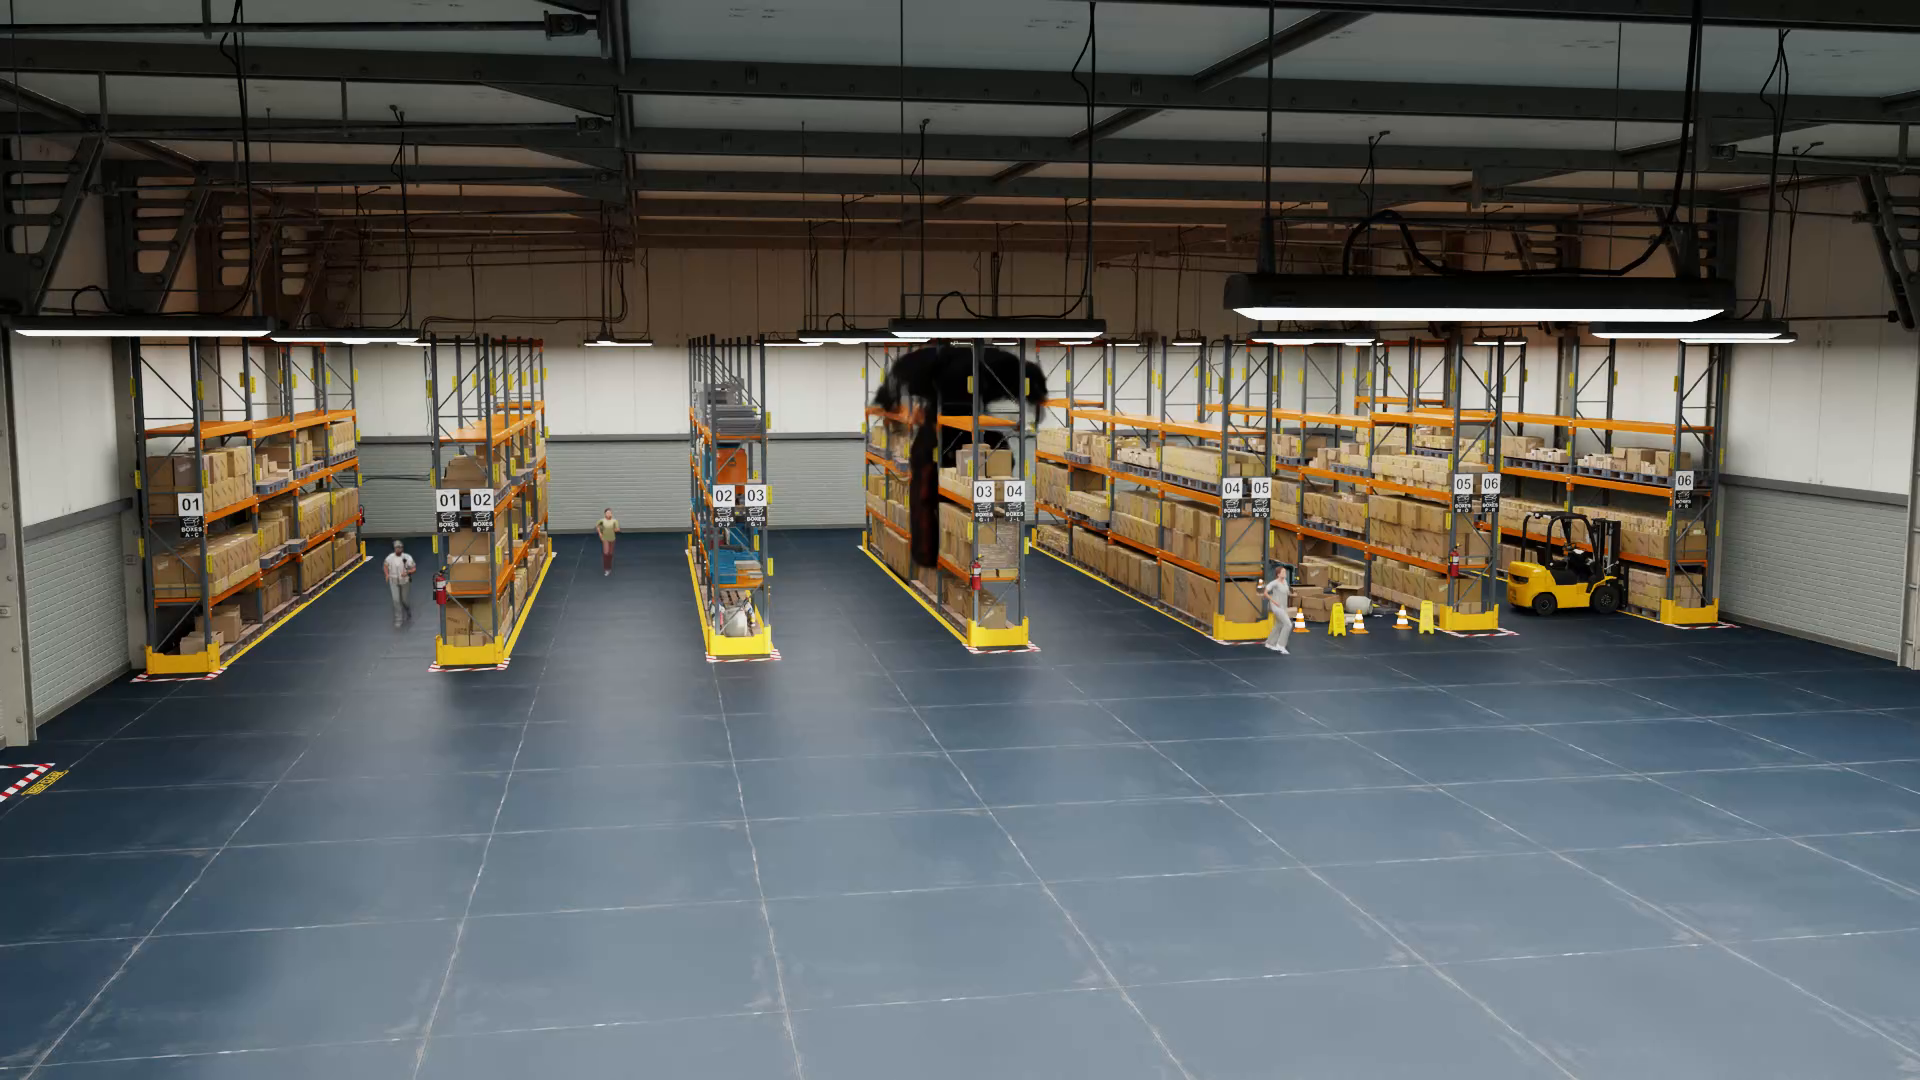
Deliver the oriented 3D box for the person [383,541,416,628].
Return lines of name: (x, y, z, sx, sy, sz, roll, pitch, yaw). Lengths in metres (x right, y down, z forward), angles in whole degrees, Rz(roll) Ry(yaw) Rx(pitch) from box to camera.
person: (-11.647, 0.892, 34.566, 0.666, 1.790, 0.802, -1, 7, -11)

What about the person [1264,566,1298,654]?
person: (6.014, 1.326, 31.317, 0.700, 1.689, 0.569, 5, 8, 36)

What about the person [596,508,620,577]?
person: (-8.937, 0.051, 42.315, 0.562, 1.729, 0.762, -3, 7, -21)
